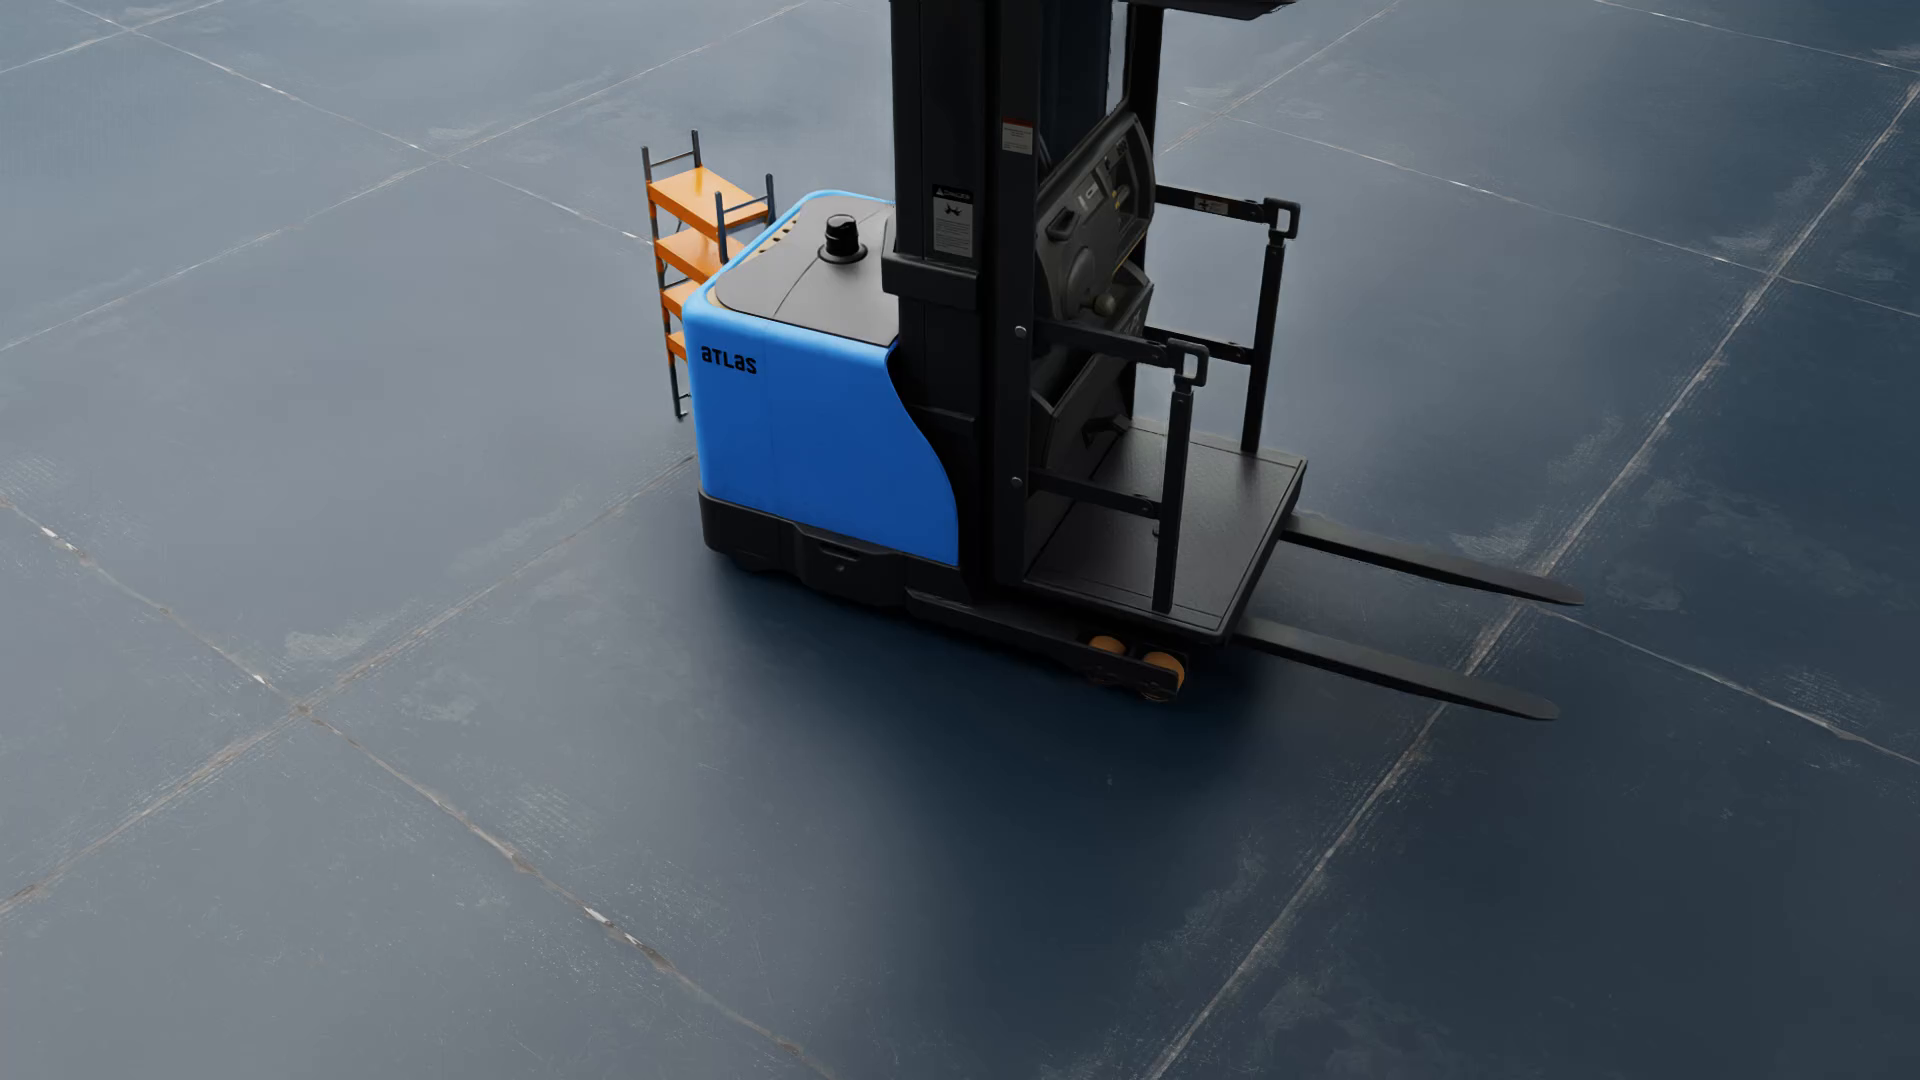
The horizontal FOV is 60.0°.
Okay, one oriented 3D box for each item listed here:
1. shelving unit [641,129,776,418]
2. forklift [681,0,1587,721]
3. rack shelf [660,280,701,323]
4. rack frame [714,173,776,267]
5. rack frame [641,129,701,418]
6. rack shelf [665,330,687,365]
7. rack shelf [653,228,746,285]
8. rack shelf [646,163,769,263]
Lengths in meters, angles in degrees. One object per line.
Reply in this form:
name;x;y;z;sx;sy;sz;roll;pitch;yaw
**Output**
shelving unit;-0.929;-0.915;6.446;0.258;1.200;0.503;-28;46;-31
forklift;0.614;-0.990;5.136;3.031;2.935;1.130;16;41;19
rack shelf;-0.929;-0.862;6.487;0.258;0.148;0.480;-28;46;-31
rack frame;-0.771;-0.800;6.299;0.240;1.200;0.015;-28;46;-31
rack frame;-1.086;-1.030;6.592;0.240;1.200;0.015;-28;46;-31
rack shelf;-0.929;-0.706;6.610;0.258;0.148;0.480;-28;46;-31
rack shelf;-0.929;-1.038;6.349;0.258;0.148;0.480;-28;46;-31
rack shelf;-0.929;-1.225;6.203;0.258;0.148;0.480;-28;46;-31
